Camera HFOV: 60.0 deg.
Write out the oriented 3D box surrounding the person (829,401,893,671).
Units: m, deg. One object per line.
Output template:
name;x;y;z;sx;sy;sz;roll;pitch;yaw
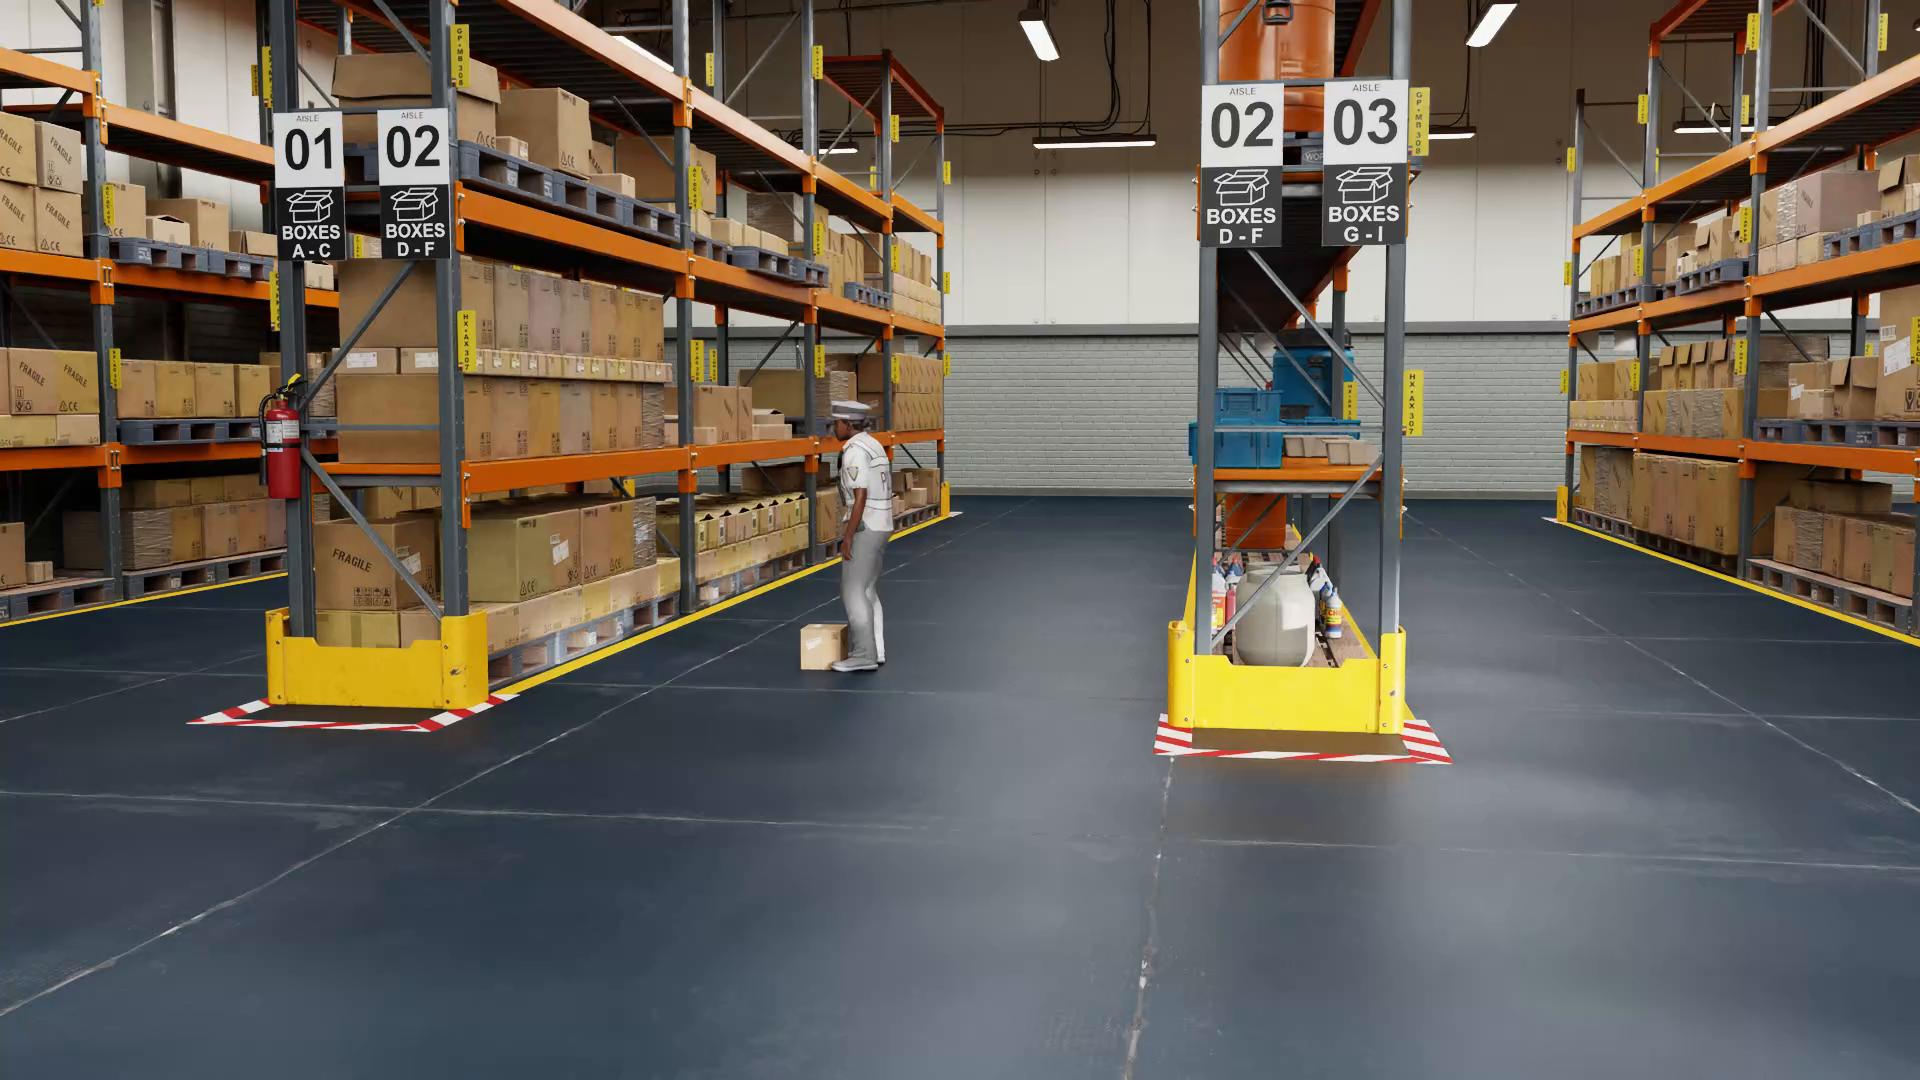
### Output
person;-0.613;-0.033;10.309;0.392;1.660;0.506;1;5;9
